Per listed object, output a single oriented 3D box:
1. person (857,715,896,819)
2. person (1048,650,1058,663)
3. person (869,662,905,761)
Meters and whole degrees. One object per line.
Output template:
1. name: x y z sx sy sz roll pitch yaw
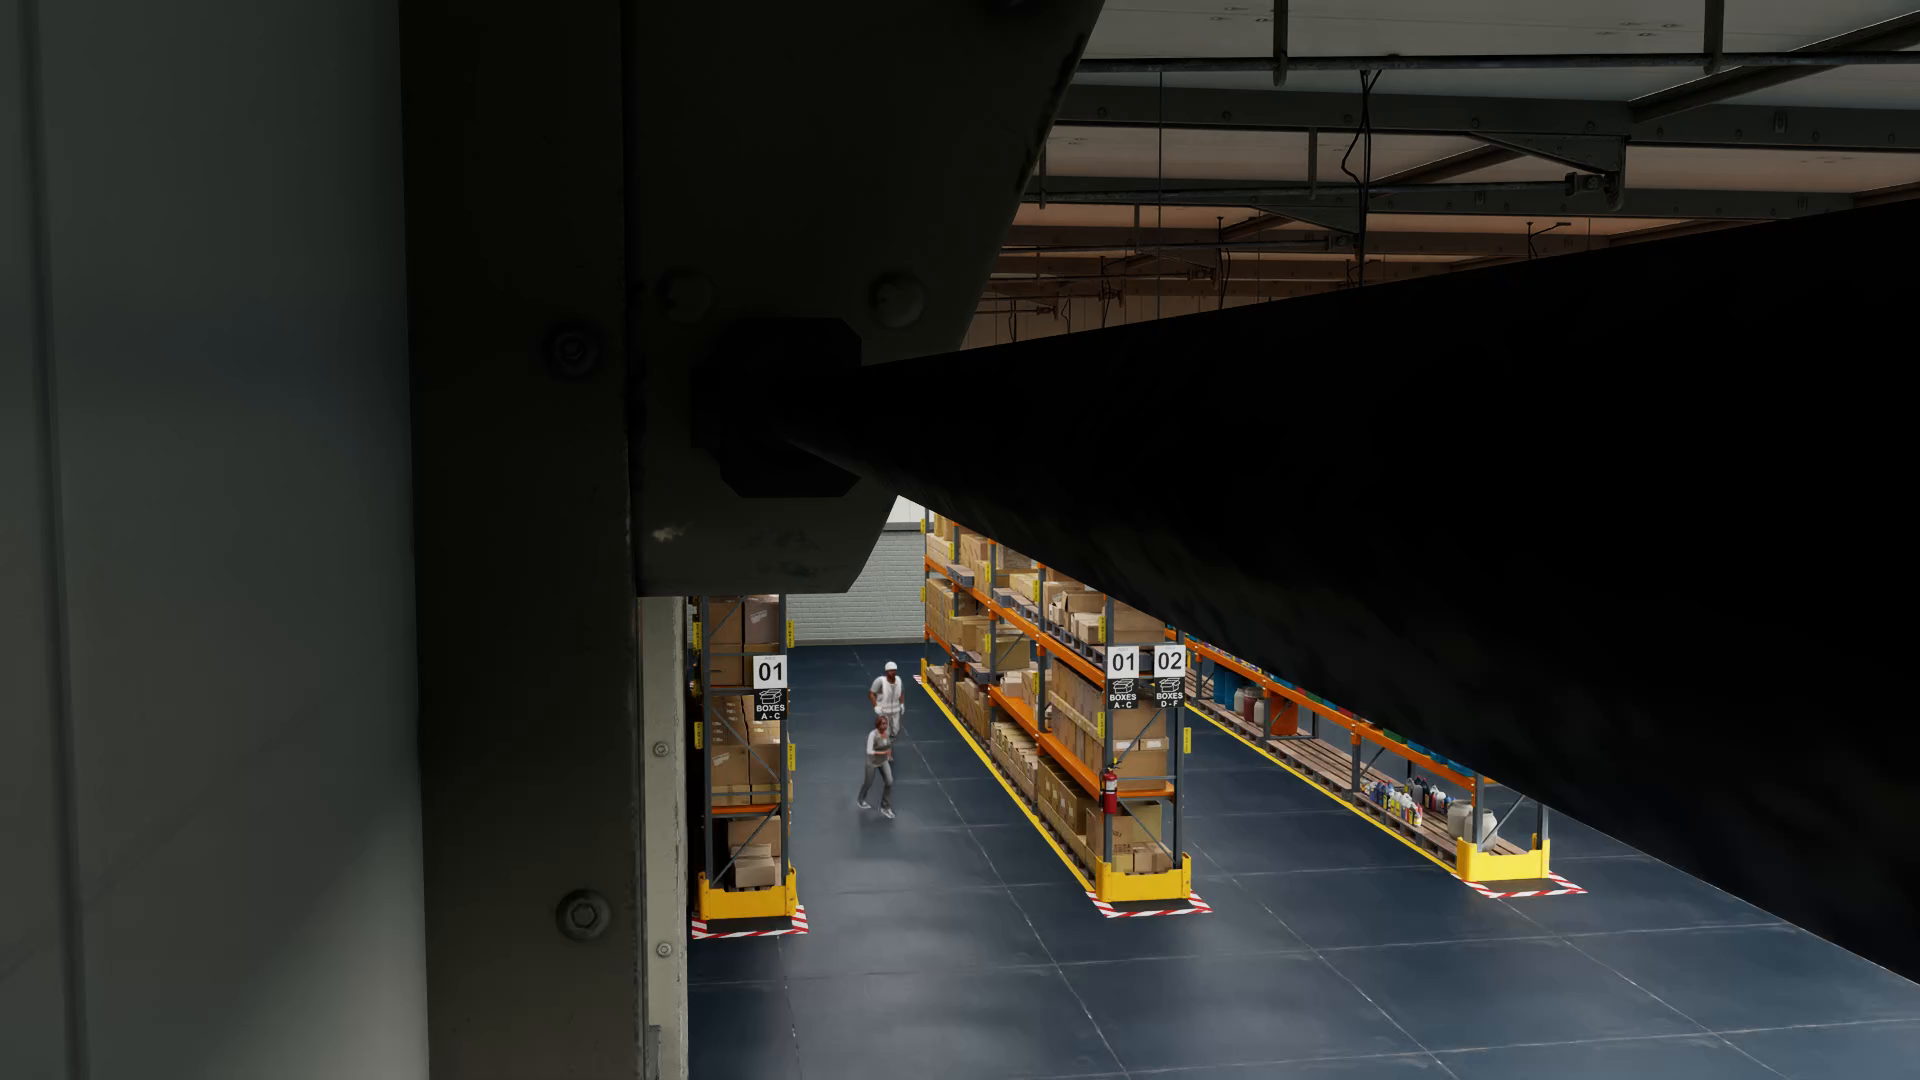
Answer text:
1. person: -1.240 3.365 24.893 0.542 1.566 0.904 -4 6 -35
2. person: 2.231 2.330 36.237 0.634 1.644 0.501 0 5 3
3. person: -1.269 2.945 28.796 0.680 1.721 0.588 -2 6 -25
